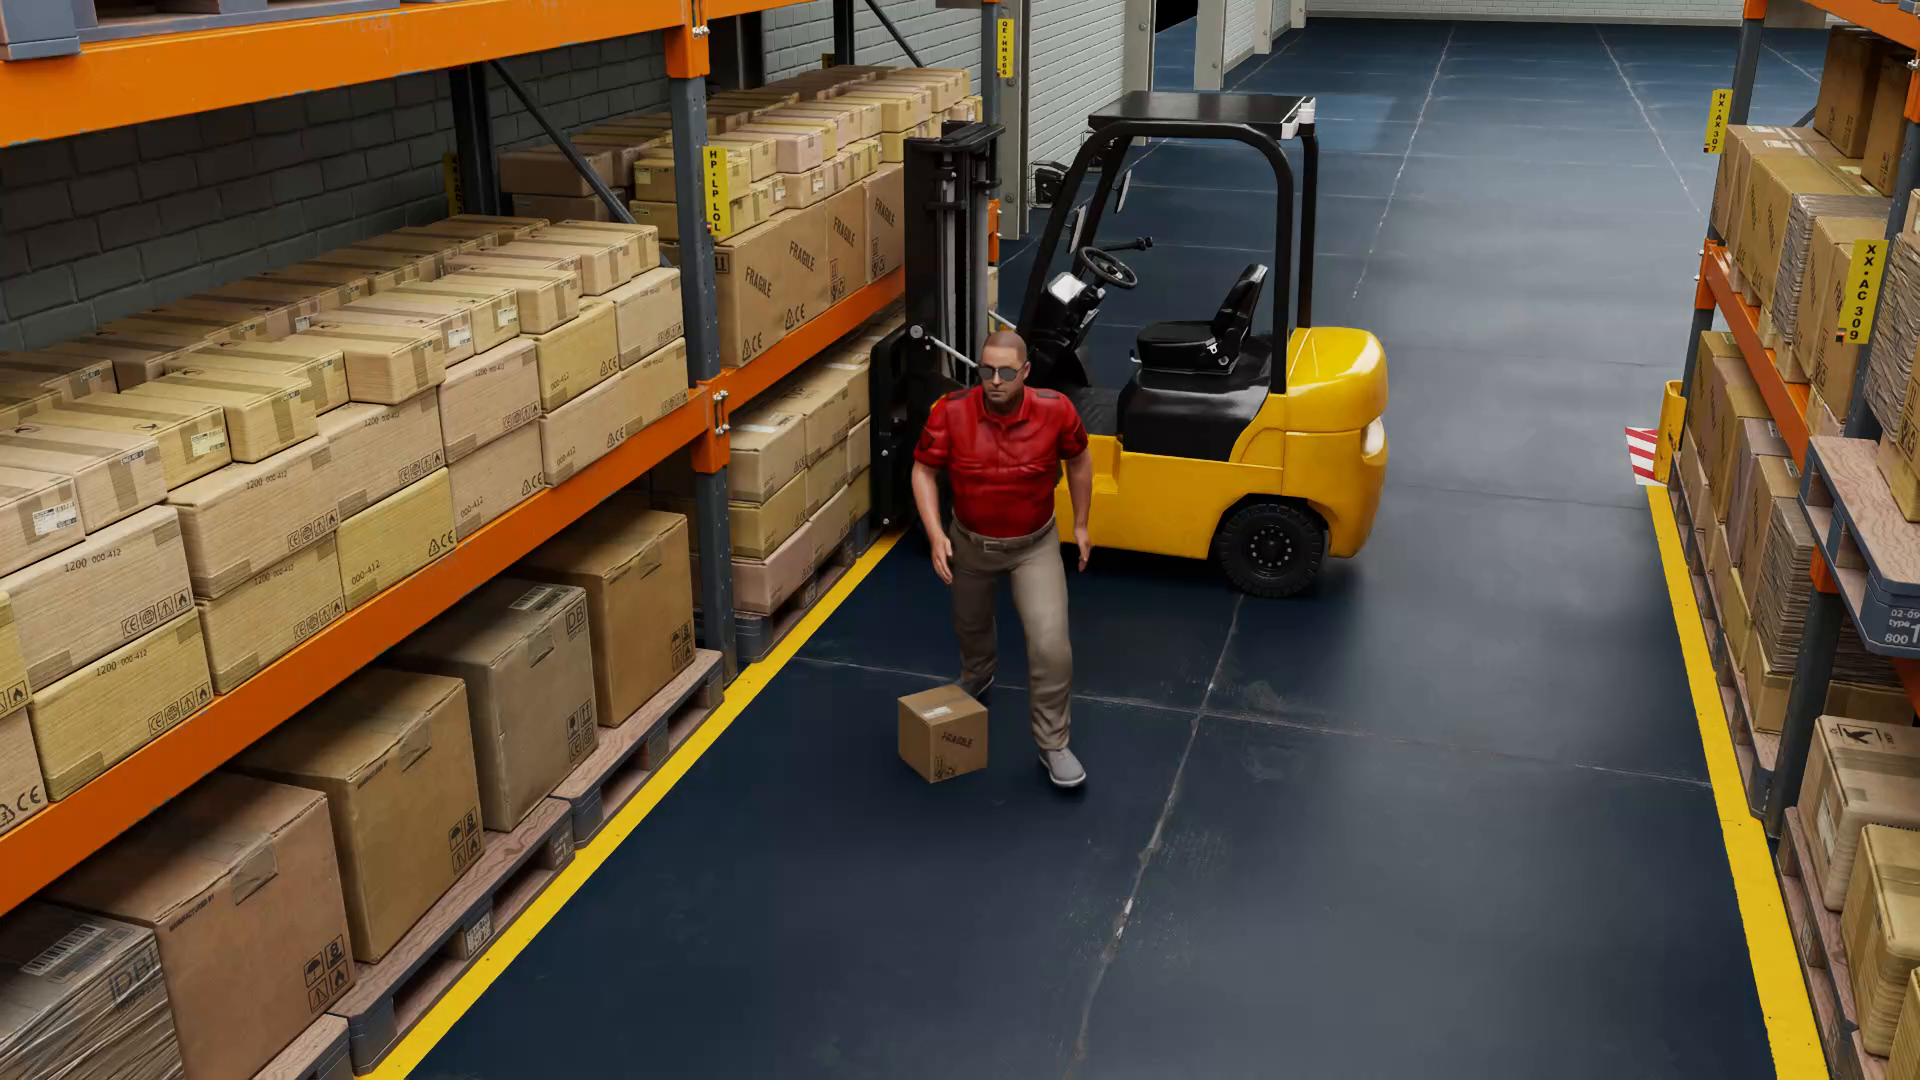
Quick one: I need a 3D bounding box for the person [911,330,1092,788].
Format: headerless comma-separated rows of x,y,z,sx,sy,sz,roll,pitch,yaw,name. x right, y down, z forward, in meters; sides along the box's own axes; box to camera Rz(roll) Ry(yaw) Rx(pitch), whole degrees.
0.179,-0.002,6.144,0.680,1.660,0.861,4,22,9,person
